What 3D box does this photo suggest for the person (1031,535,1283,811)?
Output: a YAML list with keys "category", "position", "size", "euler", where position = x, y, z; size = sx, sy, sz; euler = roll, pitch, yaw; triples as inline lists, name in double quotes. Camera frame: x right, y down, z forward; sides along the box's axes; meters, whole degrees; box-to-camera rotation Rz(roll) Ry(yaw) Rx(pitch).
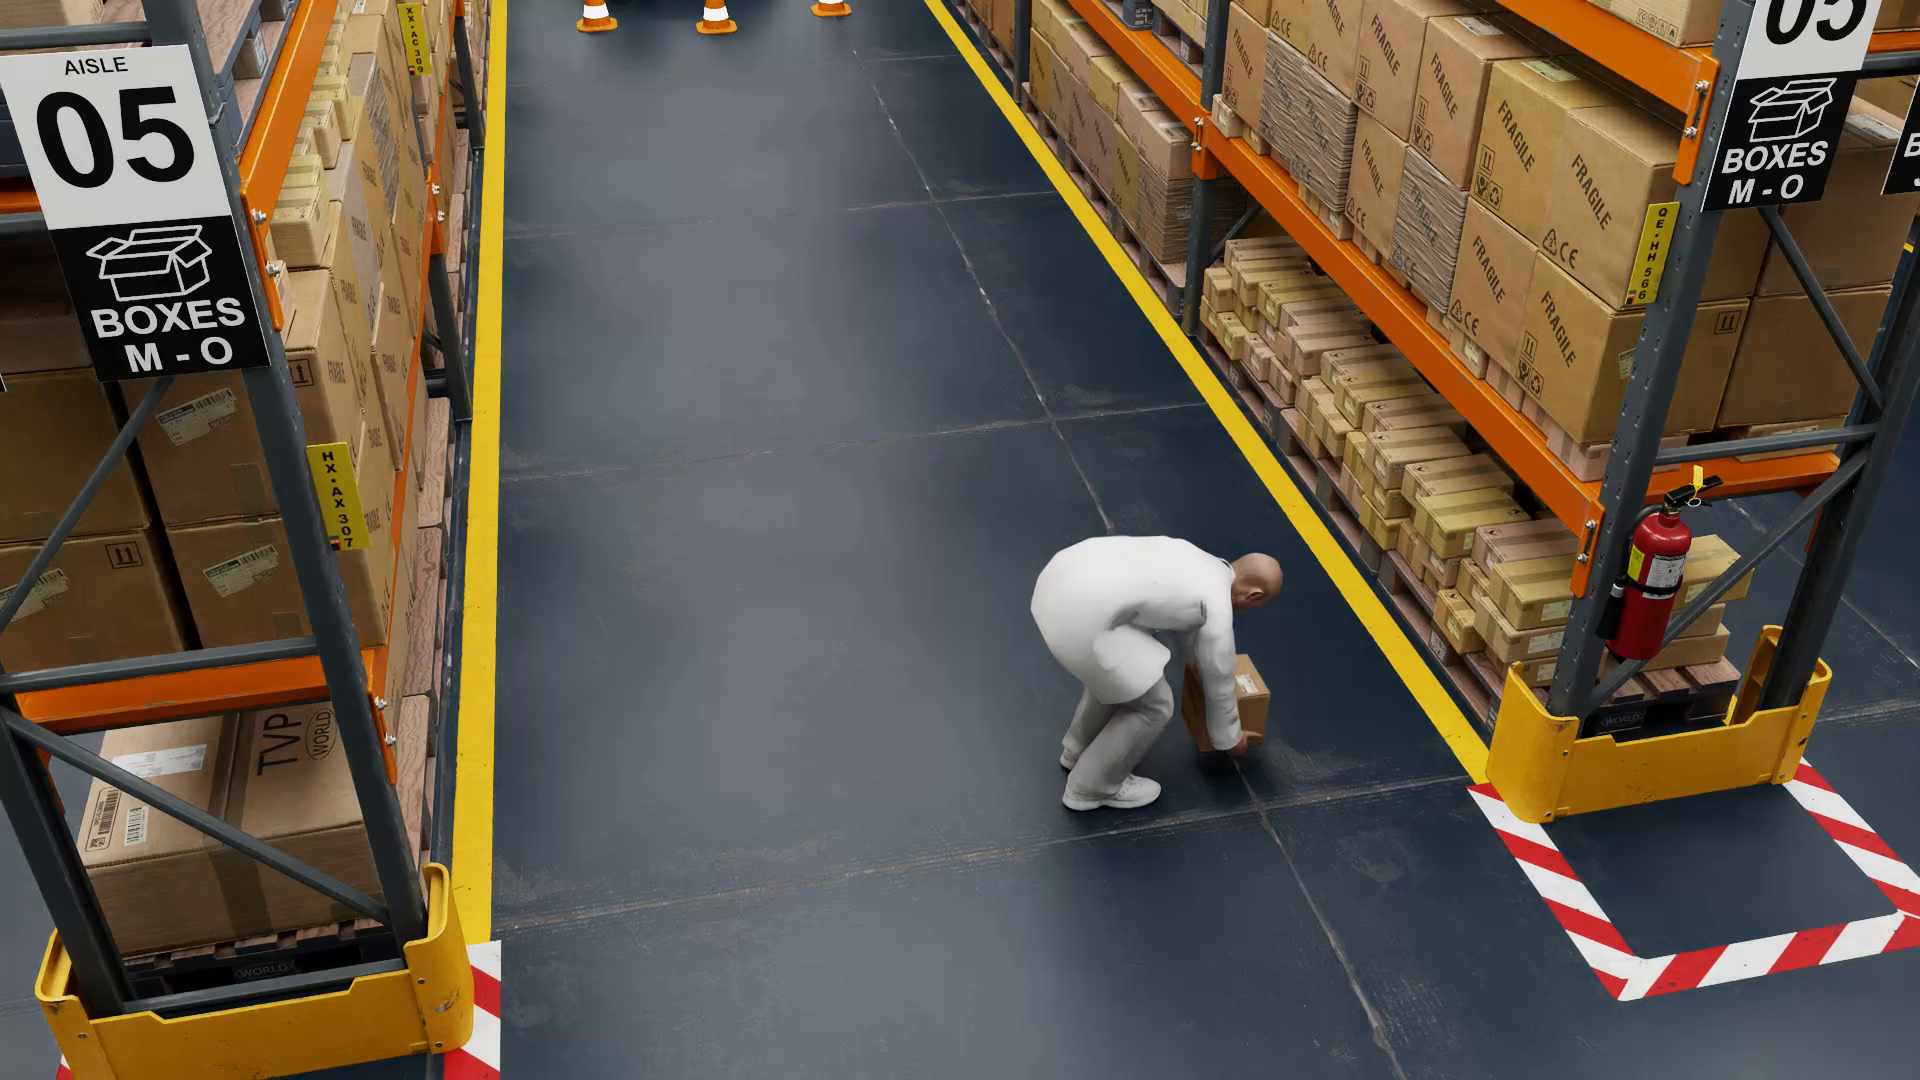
- category: "person"
  position: [4.822, -3.623, 12.184]
  size: [12.725, 1.066, 12.466]
  euler: [-9, 35, -13]
